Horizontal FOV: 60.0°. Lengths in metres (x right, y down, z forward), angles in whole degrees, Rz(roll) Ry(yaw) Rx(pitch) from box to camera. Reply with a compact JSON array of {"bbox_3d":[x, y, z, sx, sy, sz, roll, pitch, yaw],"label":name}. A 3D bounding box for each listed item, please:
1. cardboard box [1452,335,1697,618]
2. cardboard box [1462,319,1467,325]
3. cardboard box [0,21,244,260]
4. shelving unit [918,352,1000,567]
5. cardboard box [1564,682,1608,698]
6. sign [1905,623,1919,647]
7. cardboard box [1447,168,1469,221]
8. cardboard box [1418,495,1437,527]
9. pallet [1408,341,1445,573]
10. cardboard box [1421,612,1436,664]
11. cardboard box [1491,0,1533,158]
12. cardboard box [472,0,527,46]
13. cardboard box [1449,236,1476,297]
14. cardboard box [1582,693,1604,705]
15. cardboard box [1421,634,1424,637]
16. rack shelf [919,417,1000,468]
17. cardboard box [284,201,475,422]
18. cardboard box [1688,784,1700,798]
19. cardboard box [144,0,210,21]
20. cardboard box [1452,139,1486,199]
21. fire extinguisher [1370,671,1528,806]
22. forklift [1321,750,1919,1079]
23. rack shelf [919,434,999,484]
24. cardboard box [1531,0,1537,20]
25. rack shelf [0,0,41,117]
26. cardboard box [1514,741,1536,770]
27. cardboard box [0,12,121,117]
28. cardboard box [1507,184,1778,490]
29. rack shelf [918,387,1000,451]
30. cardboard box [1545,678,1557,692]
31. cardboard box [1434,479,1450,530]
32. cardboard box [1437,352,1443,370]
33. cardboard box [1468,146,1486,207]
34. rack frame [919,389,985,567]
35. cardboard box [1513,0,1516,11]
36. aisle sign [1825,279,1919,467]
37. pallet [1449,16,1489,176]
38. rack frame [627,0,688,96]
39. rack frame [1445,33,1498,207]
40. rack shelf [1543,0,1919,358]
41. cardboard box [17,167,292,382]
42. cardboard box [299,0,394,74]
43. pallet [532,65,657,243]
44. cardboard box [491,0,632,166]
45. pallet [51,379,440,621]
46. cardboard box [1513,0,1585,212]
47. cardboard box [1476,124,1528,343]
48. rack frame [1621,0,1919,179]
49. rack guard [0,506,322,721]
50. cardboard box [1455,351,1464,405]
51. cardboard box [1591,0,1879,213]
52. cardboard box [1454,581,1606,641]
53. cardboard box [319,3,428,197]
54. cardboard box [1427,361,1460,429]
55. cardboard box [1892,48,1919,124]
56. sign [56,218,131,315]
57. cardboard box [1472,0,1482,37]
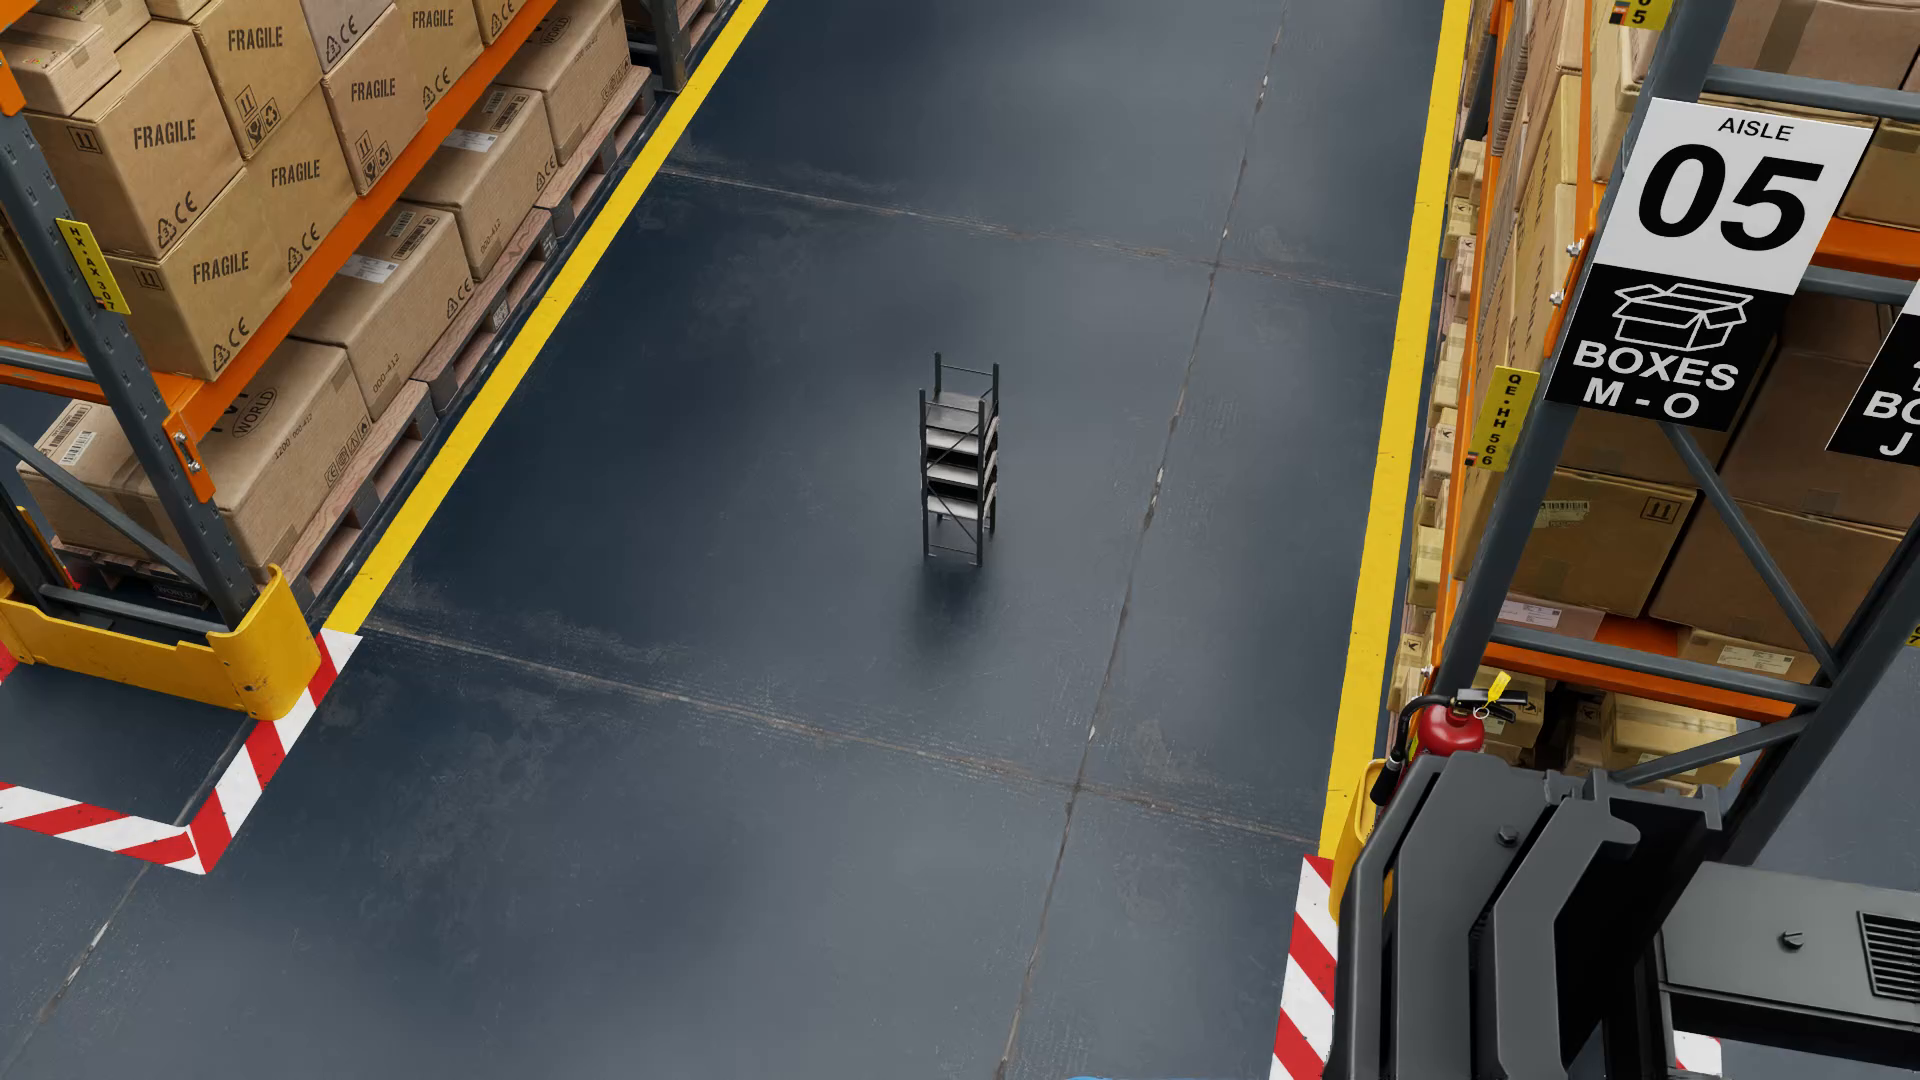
[{"bbox_3d":[1.680,-0.178,4.560,0.500,0.500,0.500,12,50,11],"label":"cardboard box"},{"bbox_3d":[2.280,-0.886,6.873,0.380,0.149,0.250,14,50,12],"label":"cardboard box"},{"bbox_3d":[-2.591,-1.230,5.020,0.500,0.500,0.500,11,49,9],"label":"cardboard box"},{"bbox_3d":[-0.002,-0.292,6.326,0.258,0.900,0.210,12,50,10],"label":"shelving unit"},{"bbox_3d":[2.232,0.402,5.538,0.380,0.149,0.250,12,50,11],"label":"cardboard box"},{"bbox_3d":[2.333,0.150,3.959,0.100,0.325,0.005,12,50,10],"label":"sign"},{"bbox_3d":[2.457,-1.560,7.666,0.380,0.149,0.250,10,49,8],"label":"cardboard box"},{"bbox_3d":[1.932,-0.156,6.229,0.380,0.149,0.250,12,50,11],"label":"cardboard box"},{"bbox_3d":[2.401,-0.263,6.761,1.003,0.211,1.213,12,50,10],"label":"pallet"},{"bbox_3d":[1.794,0.419,5.722,0.380,0.149,0.250,11,49,9],"label":"cardboard box"},{"bbox_3d":[2.199,-1.671,5.878,0.500,0.500,0.500,11,49,9],"label":"cardboard box"},{"bbox_3d":[-2.063,-2.375,6.698,0.500,0.500,0.500,11,49,9],"label":"cardboard box"},{"bbox_3d":[2.372,-1.177,7.329,0.380,0.149,0.250,11,50,10],"label":"cardboard box"},{"bbox_3d":[2.322,0.520,5.632,0.380,0.149,0.250,11,50,10],"label":"cardboard box"},{"bbox_3d":[1.870,0.332,5.997,0.380,0.149,0.250,11,50,10],"label":"cardboard box"},{"bbox_3d":[-0.002,-0.389,6.216,0.258,0.077,0.200,12,50,10],"label":"rack shelf"},{"bbox_3d":[-2.682,-1.026,7.003,0.875,0.438,0.875,13,50,11],"label":"cardboard box"},{"bbox_3d":[2.257,0.818,5.568,0.380,0.149,0.250,12,50,11],"label":"cardboard box"},{"bbox_3d":[-2.452,-1.724,5.024,0.380,0.149,0.250,13,50,11],"label":"cardboard box"},{"bbox_3d":[2.459,-1.659,7.555,0.380,0.149,0.250,14,50,12],"label":"cardboard box"},{"bbox_3d":[1.298,0.569,4.466,0.296,0.674,0.183,12,50,10],"label":"fire extinguisher"},{"bbox_3d":[1.367,1.652,3.256,3.031,2.935,1.130,8,49,7],"label":"forklift"},{"bbox_3d":[-0.002,-0.329,6.284,0.258,0.077,0.200,12,50,10],"label":"rack shelf"},{"bbox_3d":[2.225,-2.012,5.512,0.500,0.500,0.500,12,50,11],"label":"cardboard box"},{"bbox_3d":[-2.466,-2.776,5.597,1.077,0.370,4.000,12,50,10],"label":"rack shelf"},{"bbox_3d":[1.747,0.712,5.661,0.380,0.149,0.250,12,50,11],"label":"cardboard box"},{"bbox_3d":[-2.632,-1.355,4.698,0.380,0.149,0.250,13,50,11],"label":"cardboard box"},{"bbox_3d":[1.690,-0.513,4.189,0.500,0.500,0.500,11,49,9],"label":"cardboard box"},{"bbox_3d":[-0.002,-0.449,6.149,0.258,0.077,0.200,12,50,10],"label":"rack shelf"},{"bbox_3d":[1.826,0.333,5.599,0.380,0.149,0.250,12,50,11],"label":"cardboard box"},{"bbox_3d":[1.901,-0.054,5.940,0.380,0.149,0.250,10,49,9],"label":"cardboard box"},{"bbox_3d":[2.155,-0.613,6.831,0.380,0.149,0.250,10,49,9],"label":"cardboard box"},{"bbox_3d":[2.443,-1.561,7.270,0.380,0.149,0.250,14,50,12],"label":"cardboard box"},{"bbox_3d":[-0.029,-0.218,6.261,0.240,0.900,0.006,12,50,10],"label":"rack frame"},{"bbox_3d":[2.489,-2.387,6.510,0.500,0.500,0.500,11,49,9],"label":"cardboard box"},{"bbox_3d":[2.080,-0.419,3.304,0.394,0.787,0.004,12,50,10],"label":"aisle sign"},{"bbox_3d":[3.066,-2.205,8.474,1.003,0.211,1.213,12,50,10],"label":"pallet"},{"bbox_3d":[-1.939,-3.468,7.729,1.000,3.000,0.127,12,50,10],"label":"rack frame"},{"bbox_3d":[2.863,-2.564,6.931,1.000,3.000,0.127,12,50,10],"label":"rack frame"},{"bbox_3d":[2.336,-1.872,4.800,1.077,0.370,4.000,12,50,10],"label":"rack shelf"},{"bbox_3d":[-2.589,-0.898,5.394,0.500,0.500,0.500,11,50,10],"label":"cardboard box"},{"bbox_3d":[-2.334,-1.978,5.681,0.500,0.500,0.500,11,50,10],"label":"cardboard box"},{"bbox_3d":[-2.215,-2.011,8.303,1.003,0.211,1.213,12,50,10],"label":"pallet"},{"bbox_3d":[-2.208,-2.326,8.150,0.875,0.438,0.875,11,49,9],"label":"cardboard box"},{"bbox_3d":[-2.857,-0.246,6.745,1.003,0.211,1.213,12,50,10],"label":"pallet"},{"bbox_3d":[1.952,-1.258,4.846,0.500,0.500,0.500,14,50,12],"label":"cardboard box"},{"bbox_3d":[1.945,-0.918,5.214,0.500,0.500,0.500,12,50,10],"label":"cardboard box"},{"bbox_3d":[1.810,-1.656,2.128,1.000,3.000,0.127,12,50,10],"label":"rack frame"},{"bbox_3d":[-2.999,0.270,6.097,1.175,0.500,0.348,12,50,10],"label":"rack guard"},{"bbox_3d":[2.136,-0.623,6.443,0.380,0.149,0.250,12,50,10],"label":"cardboard box"},{"bbox_3d":[1.674,-0.995,3.646,0.500,0.250,0.500,11,49,9],"label":"cardboard box"},{"bbox_3d":[1.623,0.121,4.729,0.380,0.149,0.250,12,50,10],"label":"cardboard box"},{"bbox_3d":[-2.331,-1.634,6.044,0.500,0.500,0.500,11,50,10],"label":"cardboard box"},{"bbox_3d":[2.064,-0.543,6.570,0.380,0.149,0.250,12,50,10],"label":"cardboard box"},{"bbox_3d":[2.179,-1.053,3.363,0.500,0.250,0.500,12,50,11],"label":"cardboard box"},{"bbox_3d":[-2.458,-0.773,4.721,0.100,0.325,0.005,12,50,10],"label":"sign"},{"bbox_3d":[2.950,-2.832,8.555,0.500,0.500,0.500,11,49,9],"label":"cardboard box"}]
